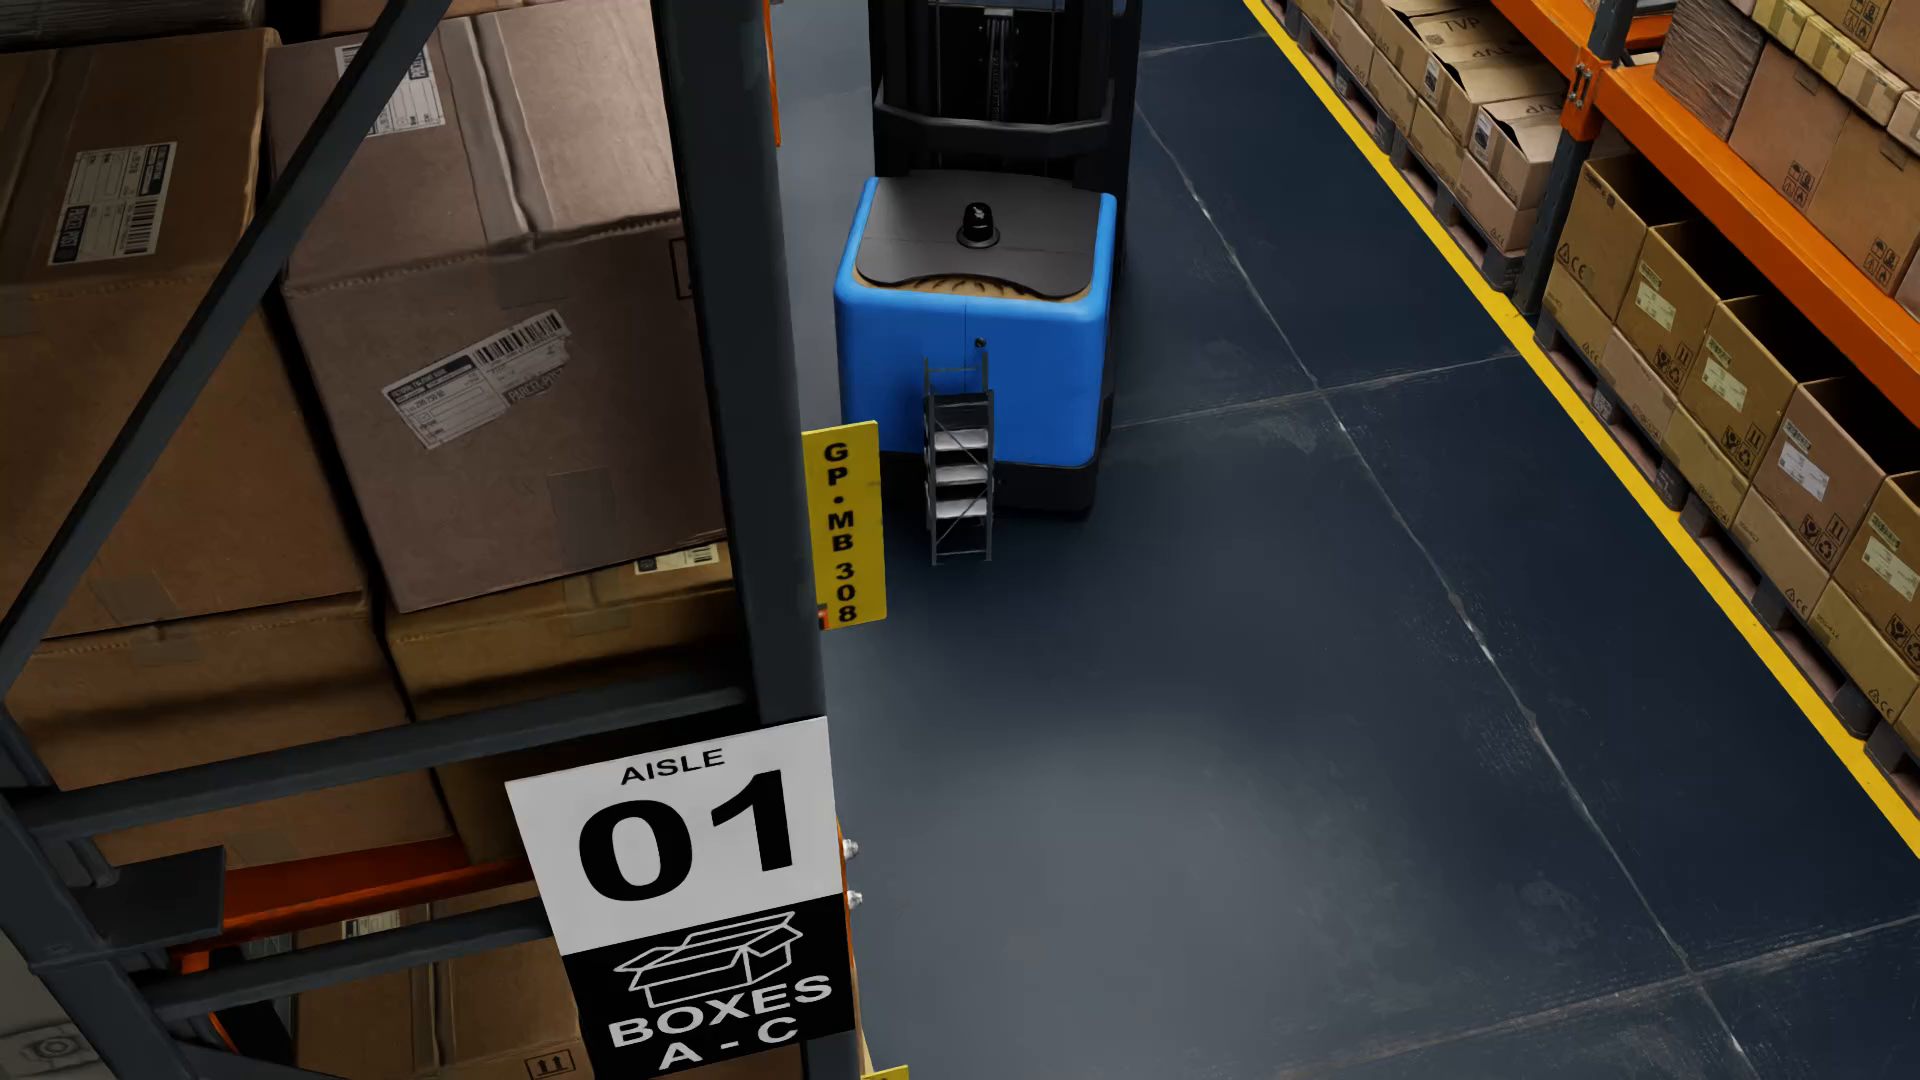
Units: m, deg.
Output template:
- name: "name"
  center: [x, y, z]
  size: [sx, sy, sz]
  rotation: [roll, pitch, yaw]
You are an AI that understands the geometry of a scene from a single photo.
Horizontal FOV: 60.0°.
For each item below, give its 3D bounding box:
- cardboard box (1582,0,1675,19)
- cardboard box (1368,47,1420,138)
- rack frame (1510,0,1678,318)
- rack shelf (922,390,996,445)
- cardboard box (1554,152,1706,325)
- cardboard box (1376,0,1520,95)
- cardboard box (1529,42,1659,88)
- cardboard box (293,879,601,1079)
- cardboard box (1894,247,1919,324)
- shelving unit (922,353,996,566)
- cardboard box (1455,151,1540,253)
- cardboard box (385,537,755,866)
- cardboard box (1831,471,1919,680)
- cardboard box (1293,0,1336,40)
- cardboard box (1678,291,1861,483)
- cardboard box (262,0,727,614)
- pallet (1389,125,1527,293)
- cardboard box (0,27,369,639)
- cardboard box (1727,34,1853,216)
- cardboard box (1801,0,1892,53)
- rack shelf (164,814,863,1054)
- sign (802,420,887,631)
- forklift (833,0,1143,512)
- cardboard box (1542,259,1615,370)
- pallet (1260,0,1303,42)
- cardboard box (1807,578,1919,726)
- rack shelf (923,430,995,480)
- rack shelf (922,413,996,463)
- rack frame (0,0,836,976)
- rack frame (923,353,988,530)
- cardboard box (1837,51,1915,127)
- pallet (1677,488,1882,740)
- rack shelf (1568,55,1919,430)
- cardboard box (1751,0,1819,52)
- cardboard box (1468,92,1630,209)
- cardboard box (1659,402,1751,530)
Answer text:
- name: "cardboard box"
  center: [2.931, -2.503, 7.208]
  size: [0.500, 0.250, 0.500]
  rotation: [-8, 46, -8]
- name: "cardboard box"
  center: [2.454, -2.344, 8.578]
  size: [0.500, 0.250, 0.500]
  rotation: [-10, 46, -9]
- name: "rack frame"
  center: [3.099, -2.224, 6.829]
  size: [1.000, 3.000, 0.127]
  rotation: [-11, 47, -10]
- name: "rack shelf"
  center: [-0.005, -0.460, 6.239]
  size: [0.258, 0.077, 0.200]
  rotation: [-5, 46, -4]
- name: "cardboard box"
  center: [2.916, -1.293, 7.023]
  size: [0.500, 0.500, 0.500]
  rotation: [-11, 47, -10]
- name: "cardboard box"
  center: [2.454, -2.535, 8.372]
  size: [0.500, 0.311, 0.500]
  rotation: [-11, 47, -10]
- name: "cardboard box"
  center: [3.111, -2.282, 8.125]
  size: [0.500, 0.311, 0.500]
  rotation: [-11, 47, -11]
- name: "cardboard box"
  center: [-0.990, 0.943, 3.292]
  size: [0.500, 0.500, 0.500]
  rotation: [-11, 47, -11]
- name: "cardboard box"
  center: [3.617, -0.890, 5.452]
  size: [0.700, 0.500, 0.500]
  rotation: [-9, 46, -9]
- name: "shelving unit"
  center: [-0.005, -0.294, 6.408]
  size: [0.258, 0.900, 0.210]
  rotation: [-5, 46, -4]
- name: "cardboard box"
  center: [2.713, -1.642, 7.890]
  size: [0.500, 0.250, 0.500]
  rotation: [-11, 47, -11]
- name: "cardboard box"
  center: [-0.508, 0.078, 2.389]
  size: [0.500, 0.500, 0.500]
  rotation: [-10, 46, -9]
- name: "cardboard box"
  center: [3.428, 0.087, 5.670]
  size: [0.500, 0.500, 0.500]
  rotation: [-11, 47, -10]
- name: "cardboard box"
  center: [2.194, -3.050, 9.270]
  size: [0.500, 0.250, 0.500]
  rotation: [-12, 47, -11]
- name: "cardboard box"
  center: [3.172, -0.603, 6.347]
  size: [0.500, 0.500, 0.500]
  rotation: [-11, 47, -10]
- name: "cardboard box"
  center: [-0.528, -0.306, 2.065]
  size: [0.500, 0.500, 0.500]
  rotation: [-14, 47, -13]
- name: "pallet"
  center: [2.873, -1.749, 8.316]
  size: [1.003, 0.211, 1.213]
  rotation: [-11, 47, -10]
- name: "cardboard box"
  center: [-1.027, -0.245, 2.006]
  size: [0.500, 0.500, 0.500]
  rotation: [-9, 46, -9]
- name: "cardboard box"
  center: [3.360, -1.590, 6.138]
  size: [0.700, 0.500, 0.500]
  rotation: [-11, 47, -11]
- name: "cardboard box"
  center: [3.350, -2.059, 5.689]
  size: [0.700, 0.500, 0.500]
  rotation: [-11, 47, -10]
- name: "rack shelf"
  center: [-1.176, -0.733, 3.771]
  size: [1.077, 0.370, 4.000]
  rotation: [-11, 47, -10]
- name: "sign"
  center: [-0.140, -0.009, 1.946]
  size: [0.100, 0.325, 0.005]
  rotation: [-11, 47, -10]
- name: "forklift"
  center: [0.210, -2.200, 6.854]
  size: [1.130, 2.935, 3.031]
  rotation: [5, 46, 5]
- name: "cardboard box"
  center: [2.925, -1.033, 7.293]
  size: [0.500, 0.250, 0.500]
  rotation: [-11, 47, -10]
- name: "pallet"
  center: [2.248, -3.434, 9.967]
  size: [1.003, 0.211, 1.213]
  rotation: [-11, 47, -10]
- name: "cardboard box"
  center: [3.431, 0.349, 5.939]
  size: [0.500, 0.250, 0.500]
  rotation: [-11, 47, -10]
- name: "rack shelf"
  center: [-0.005, -0.334, 6.367]
  size: [0.258, 0.077, 0.200]
  rotation: [-5, 46, -4]
- name: "rack shelf"
  center: [-0.005, -0.397, 6.303]
  size: [0.258, 0.077, 0.200]
  rotation: [-5, 46, -4]
- name: "rack frame"
  center: [-0.664, -0.654, 1.090]
  size: [1.000, 3.000, 0.127]
  rotation: [-11, 47, -10]
- name: "rack frame"
  center: [-0.016, -0.366, 6.479]
  size: [0.240, 0.900, 0.006]
  rotation: [-5, 46, -4]
- name: "cardboard box"
  center: [3.244, -1.560, 5.654]
  size: [0.380, 0.149, 0.250]
  rotation: [-12, 47, -12]
- name: "pallet"
  center: [3.578, 0.153, 6.452]
  size: [1.003, 0.211, 1.213]
  rotation: [-11, 47, -10]
- name: "rack shelf"
  center: [3.611, -0.591, 5.733]
  size: [1.077, 0.370, 4.000]
  rotation: [-11, 47, -10]
- name: "cardboard box"
  center: [3.113, -1.914, 6.001]
  size: [0.380, 0.149, 0.250]
  rotation: [-12, 47, -11]
- name: "cardboard box"
  center: [2.719, -1.832, 7.683]
  size: [0.500, 0.311, 0.500]
  rotation: [-11, 47, -10]
- name: "cardboard box"
  center: [3.171, -0.340, 6.615]
  size: [0.500, 0.250, 0.500]
  rotation: [-11, 47, -10]
